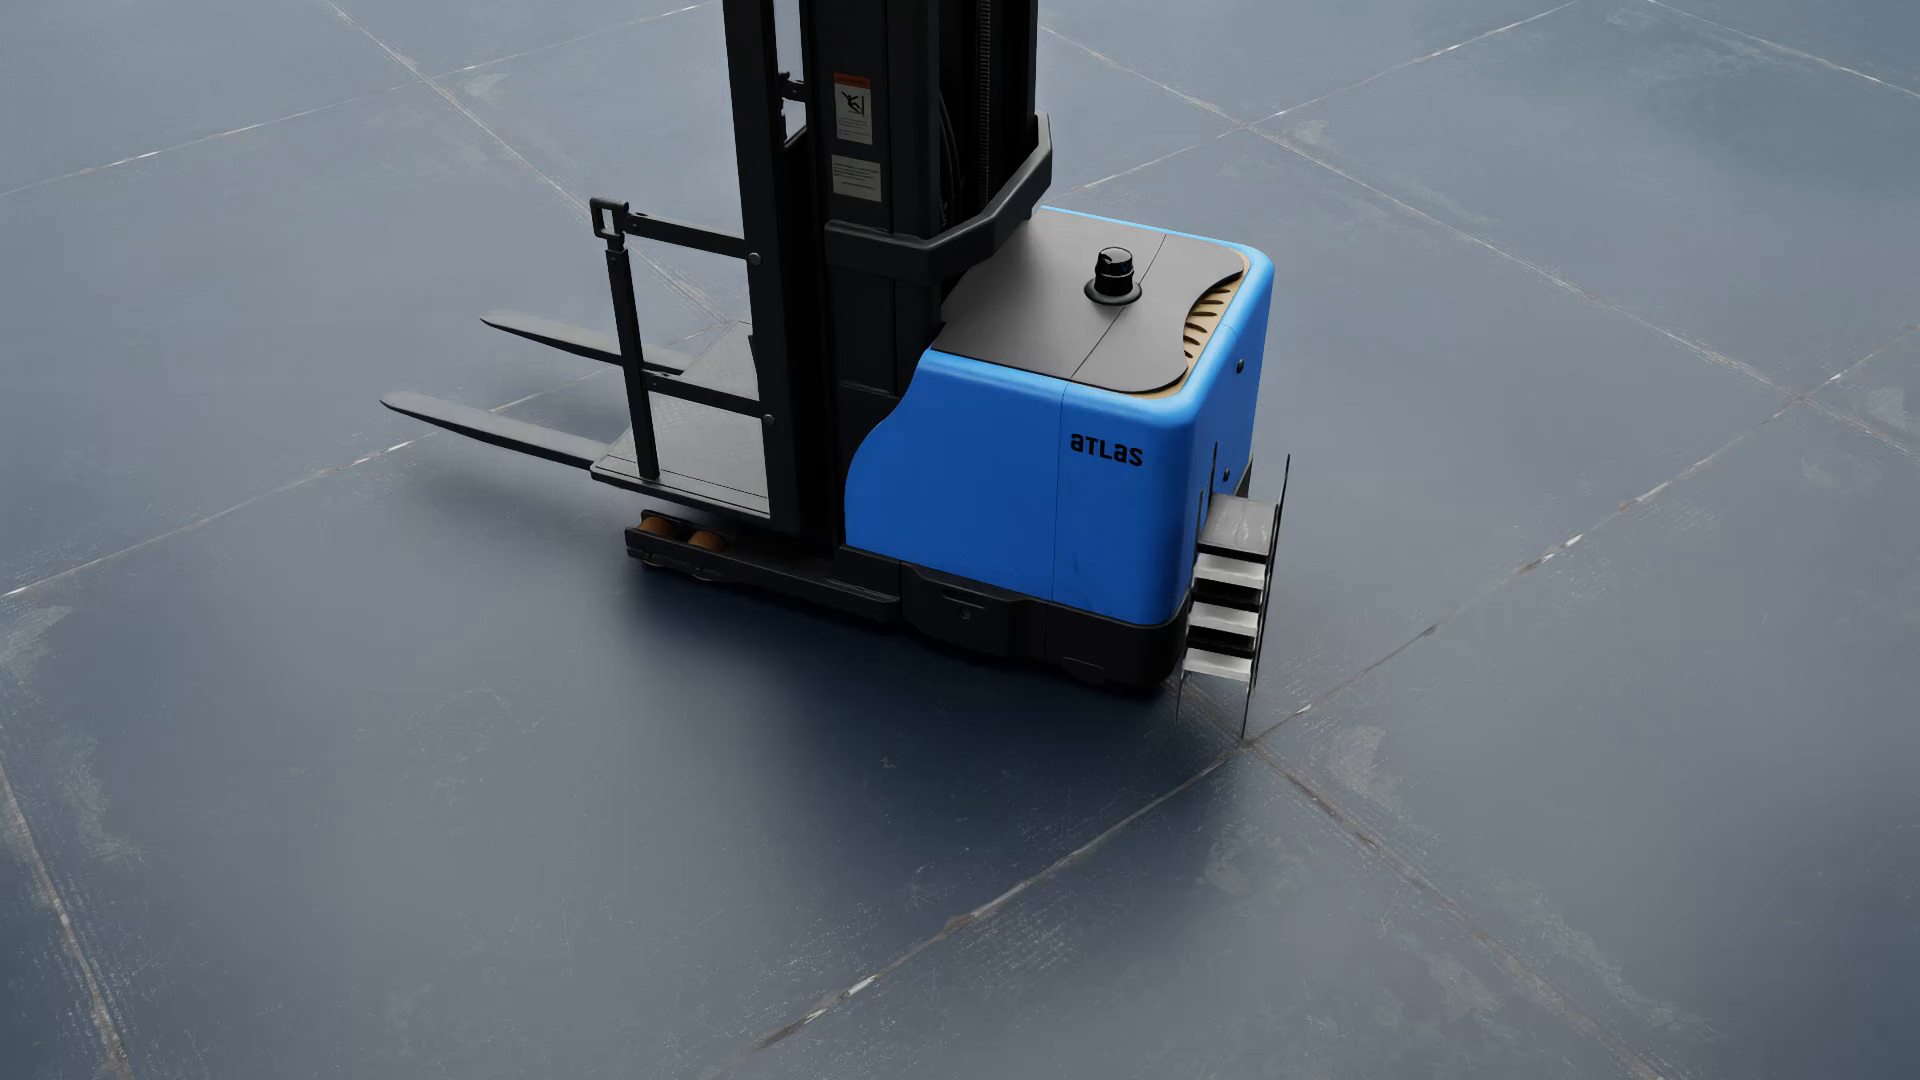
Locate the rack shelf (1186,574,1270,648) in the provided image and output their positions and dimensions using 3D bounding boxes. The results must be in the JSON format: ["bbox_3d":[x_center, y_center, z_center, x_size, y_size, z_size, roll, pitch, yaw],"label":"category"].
[{"bbox_3d":[0.786,0.187,4.864,0.200,0.077,0.258,11,41,13],"label":"rack shelf"}]

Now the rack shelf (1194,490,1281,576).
[{"bbox_3d":[0.786,-0.022,4.693,0.200,0.077,0.258,11,41,13],"label":"rack shelf"}]

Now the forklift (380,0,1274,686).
[{"bbox_3d":[-0.577,-1.288,5.009,3.031,2.935,1.130,15,42,17],"label":"forklift"}]

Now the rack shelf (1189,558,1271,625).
[{"bbox_3d":[0.786,0.118,4.807,0.200,0.077,0.258,11,41,13],"label":"rack shelf"}]

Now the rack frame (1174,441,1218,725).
[{"bbox_3d":[0.689,0.143,4.866,0.006,0.900,0.240,11,41,13],"label":"rack frame"}]

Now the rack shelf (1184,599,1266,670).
[{"bbox_3d":[0.787,0.257,4.921,0.200,0.077,0.258,11,41,13],"label":"rack shelf"}]

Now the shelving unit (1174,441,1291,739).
[{"bbox_3d":[0.786,0.162,4.843,0.210,0.900,0.258,11,41,13],"label":"shelving unit"}]

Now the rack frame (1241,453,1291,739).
[{"bbox_3d":[0.884,0.180,4.820,0.006,0.900,0.240,11,41,13],"label":"rack frame"}]

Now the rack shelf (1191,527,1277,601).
[{"bbox_3d":[0.786,0.048,4.750,0.200,0.077,0.258,11,41,13],"label":"rack shelf"}]

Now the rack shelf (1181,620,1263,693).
[{"bbox_3d":[0.787,0.327,4.978,0.200,0.077,0.258,11,41,13],"label":"rack shelf"}]
